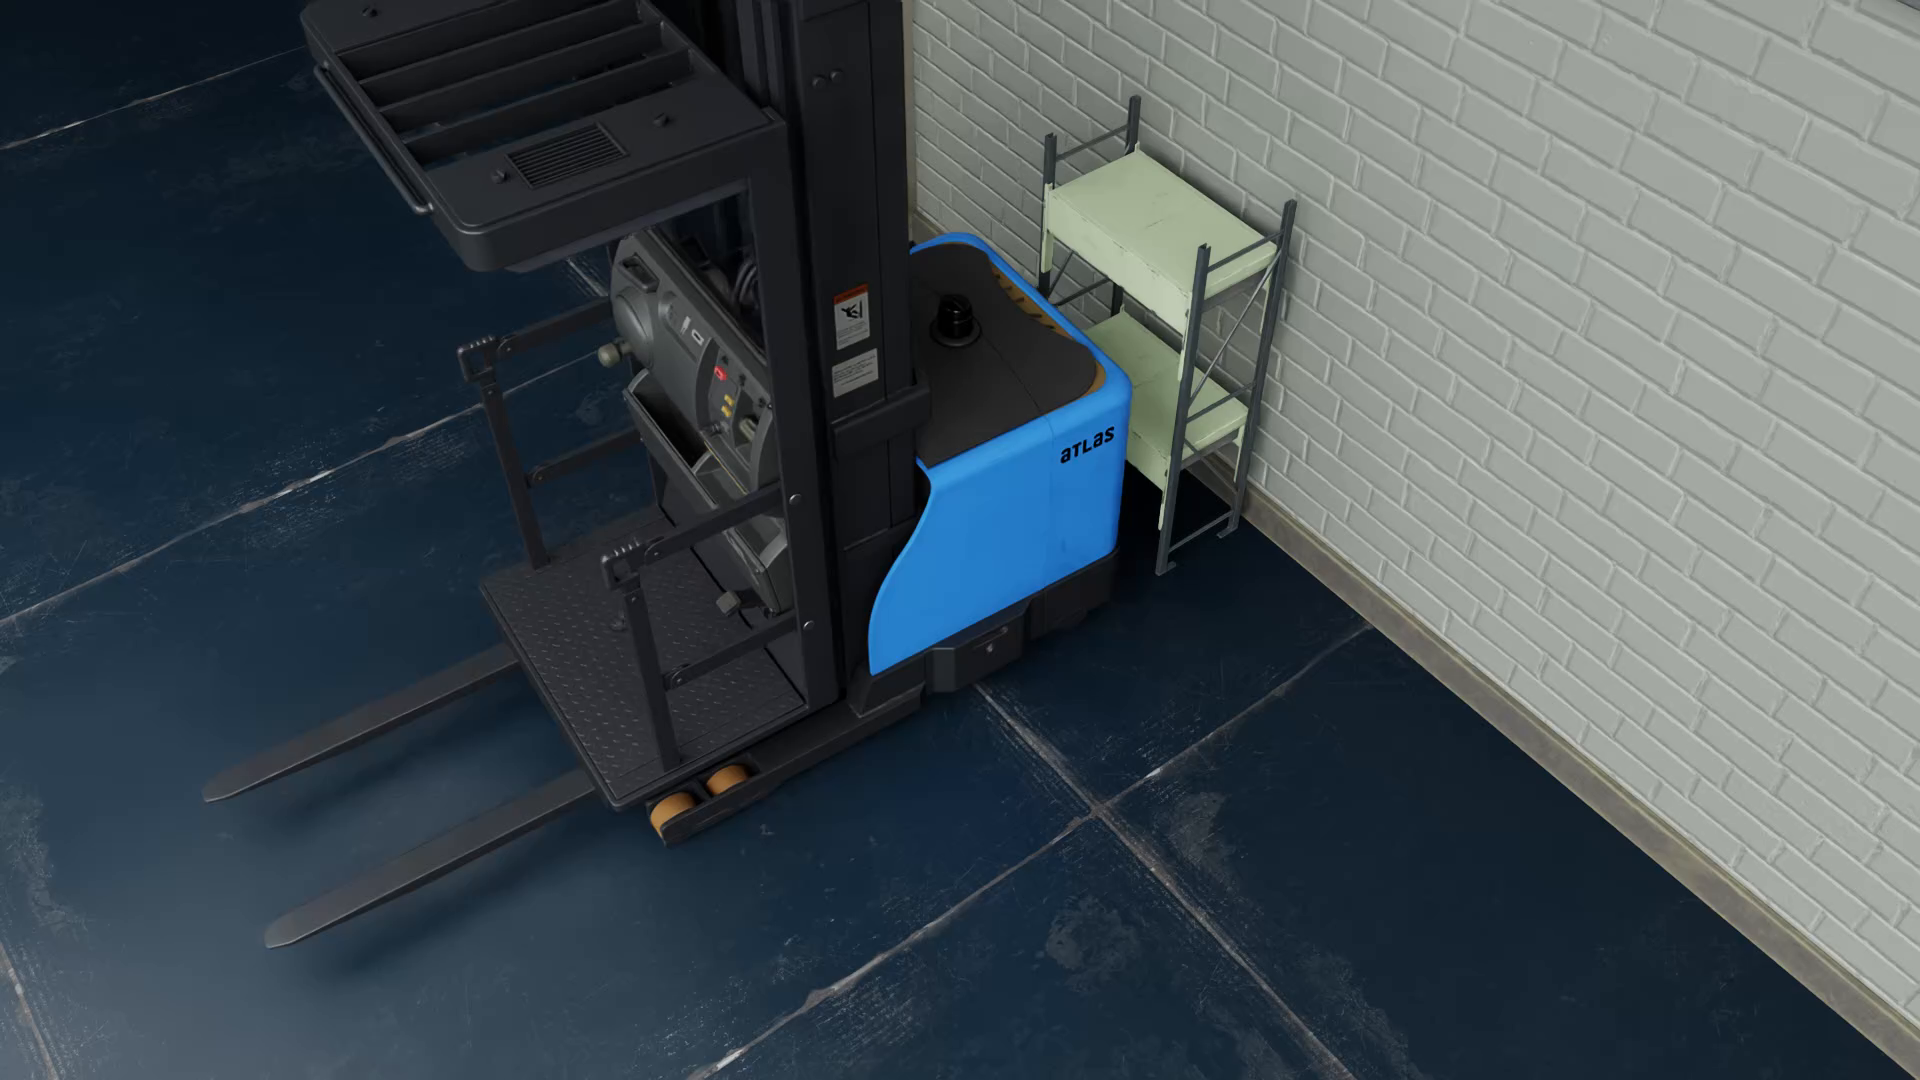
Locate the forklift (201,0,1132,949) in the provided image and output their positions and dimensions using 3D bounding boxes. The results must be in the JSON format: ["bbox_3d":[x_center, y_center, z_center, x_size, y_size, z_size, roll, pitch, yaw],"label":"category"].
[{"bbox_3d":[-0.946,-0.462,4.690,3.031,2.935,1.130,-26,53,-22],"label":"forklift"}]

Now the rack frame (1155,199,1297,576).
[{"bbox_3d":[0.886,-0.466,5.660,0.400,1.500,0.023,-29,54,-24],"label":"rack frame"}]

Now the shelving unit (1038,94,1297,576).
[{"bbox_3d":[0.664,-0.681,5.855,0.431,1.500,0.755,-29,54,-24],"label":"shelving unit"}]

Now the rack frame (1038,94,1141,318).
[{"bbox_3d":[0.442,-0.897,6.051,0.400,1.500,0.023,-29,54,-24],"label":"rack frame"}]

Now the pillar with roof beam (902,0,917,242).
[{"bbox_3d":[-3.852,-2.502,2.444,9.100,9.000,0.400,-29,54,-24],"label":"pillar with roof beam"}]

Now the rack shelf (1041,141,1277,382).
[{"bbox_3d":[0.664,-0.944,5.566,0.431,0.370,0.720,-29,54,-24],"label":"rack shelf"}]

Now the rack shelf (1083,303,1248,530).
[{"bbox_3d":[0.664,-0.462,6.097,0.431,0.370,0.720,-29,54,-24],"label":"rack shelf"}]
